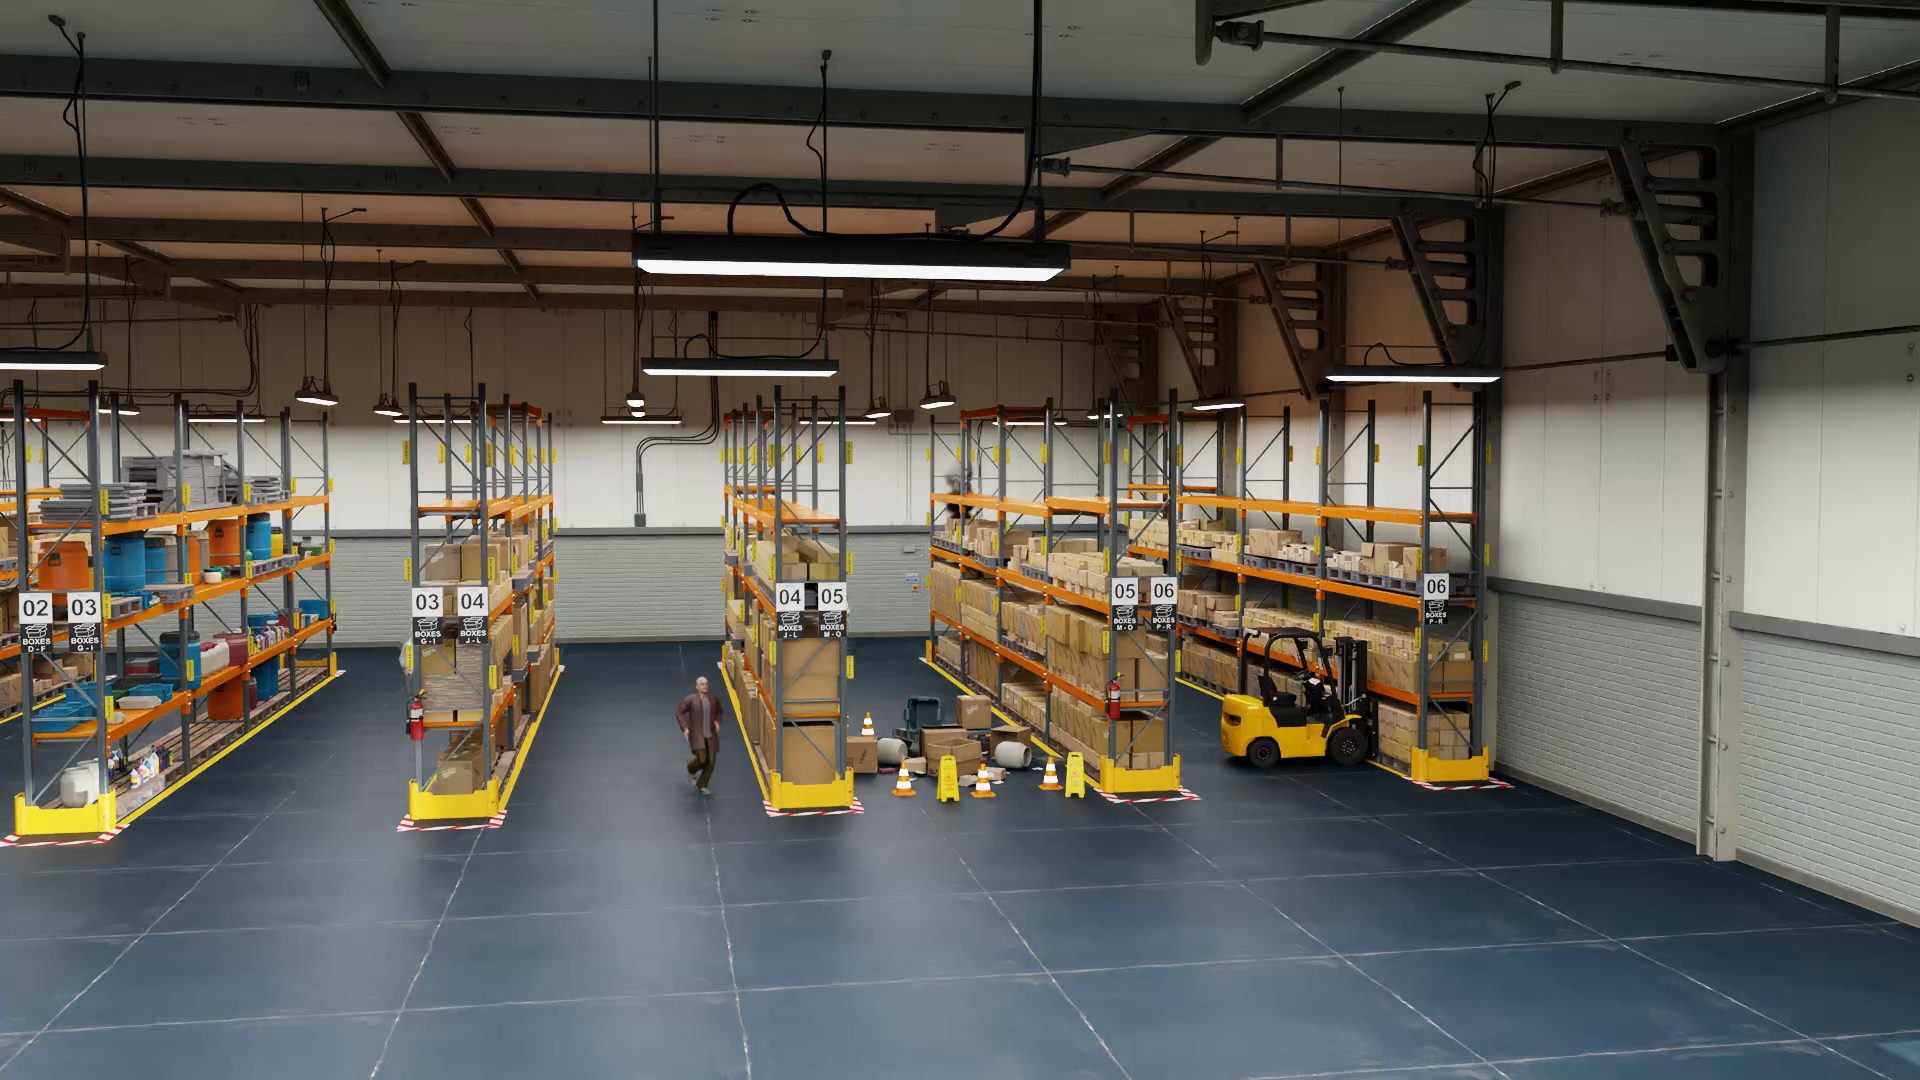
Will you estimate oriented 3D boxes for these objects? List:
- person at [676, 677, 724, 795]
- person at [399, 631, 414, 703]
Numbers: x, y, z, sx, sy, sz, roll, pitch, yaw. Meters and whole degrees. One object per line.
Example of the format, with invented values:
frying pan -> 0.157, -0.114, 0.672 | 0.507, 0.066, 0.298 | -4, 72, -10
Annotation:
person -> -3.791, 2.893, 24.555 | 0.707, 1.733, 0.633 | -2, 3, -31
person -> -10.444, 2.537, 31.967 | 0.644, 1.757, 0.986 | 0, 3, -2
